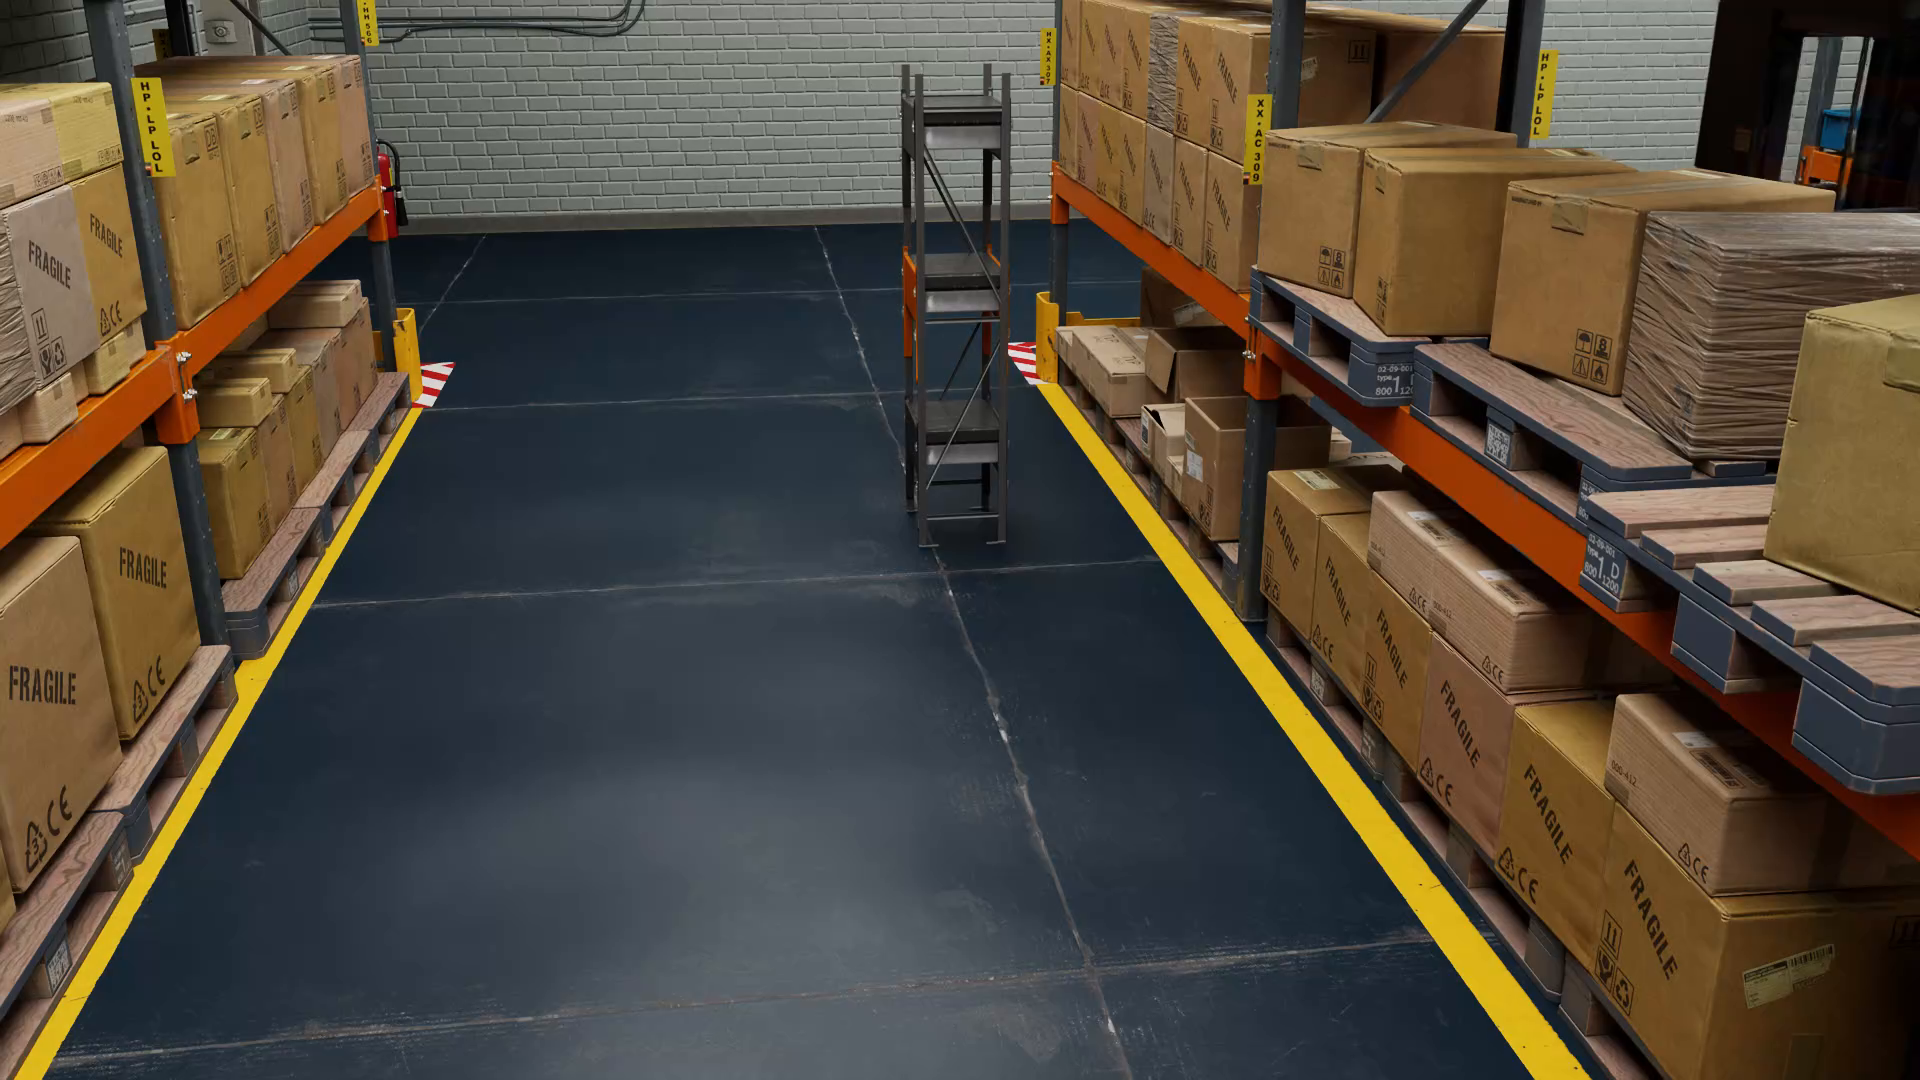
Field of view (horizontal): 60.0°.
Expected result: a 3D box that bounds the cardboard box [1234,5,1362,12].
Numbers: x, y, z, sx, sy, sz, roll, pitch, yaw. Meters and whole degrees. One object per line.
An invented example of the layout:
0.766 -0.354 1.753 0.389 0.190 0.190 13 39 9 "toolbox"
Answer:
1.627 -2.334 8.107 0.500 0.500 0.500 -2 21 -6 "cardboard box"

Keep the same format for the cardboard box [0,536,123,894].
-2.907 0.481 4.613 0.750 0.750 0.750 -2 21 -6 "cardboard box"

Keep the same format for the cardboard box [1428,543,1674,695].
1.686 0.207 4.747 0.500 0.250 0.500 -3 21 -9 "cardboard box"

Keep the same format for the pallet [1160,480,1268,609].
1.543 -0.038 7.516 1.003 0.211 1.213 -3 21 -8 "pallet"

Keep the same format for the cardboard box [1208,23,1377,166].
1.312 -1.784 6.633 0.500 0.500 0.500 -3 21 -7 "cardboard box"

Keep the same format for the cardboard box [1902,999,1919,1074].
2.353 0.890 3.989 0.500 0.500 0.500 -4 21 -10 "cardboard box"

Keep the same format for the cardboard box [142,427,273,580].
-3.267 -0.145 6.790 0.700 0.500 0.500 -3 21 -7 "cardboard box"

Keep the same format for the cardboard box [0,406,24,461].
-2.814 -0.290 4.535 0.380 0.149 0.250 -3 21 -8 "cardboard box"

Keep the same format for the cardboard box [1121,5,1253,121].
1.091 -2.310 8.041 0.500 0.500 0.500 -3 21 -8 "cardboard box"

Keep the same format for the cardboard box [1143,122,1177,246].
1.163 -1.670 7.756 0.500 0.500 0.500 -2 21 -7 "cardboard box"

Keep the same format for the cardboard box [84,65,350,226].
-3.638 -1.953 8.230 0.980 0.700 0.700 -3 21 -8 "cardboard box"

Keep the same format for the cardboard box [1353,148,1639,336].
1.649 -0.940 5.202 0.700 0.500 0.500 0 20 1 "cardboard box"

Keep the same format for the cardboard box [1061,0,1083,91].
0.867 -2.840 9.460 0.500 0.500 0.500 -2 21 -6 "cardboard box"

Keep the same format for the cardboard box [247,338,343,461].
-3.492 -0.681 8.226 0.700 0.500 0.500 -4 21 -10 "cardboard box"

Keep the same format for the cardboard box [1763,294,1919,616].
2.015 -0.177 3.161 0.700 0.500 0.500 -10 23 -26 "cardboard box"

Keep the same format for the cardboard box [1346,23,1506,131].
1.851 -1.799 6.674 0.500 0.500 0.500 -2 21 -6 "cardboard box"

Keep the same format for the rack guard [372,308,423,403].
-3.841 -1.078 9.887 1.175 0.500 0.348 -3 21 -8 "rack guard"

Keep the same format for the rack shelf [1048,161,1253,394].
1.352 -1.462 8.371 1.077 0.370 4.000 -3 21 -8 "rack shelf"

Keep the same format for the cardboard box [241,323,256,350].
-3.707 -1.016 8.194 0.380 0.149 0.250 -3 21 -7 "cardboard box"

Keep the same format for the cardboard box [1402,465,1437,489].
1.995 0.015 6.333 0.500 0.500 0.500 -3 21 -8 "cardboard box"

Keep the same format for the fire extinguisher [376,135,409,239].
-3.402 -2.105 9.708 0.296 0.674 0.183 -3 21 -8 "fire extinguisher"

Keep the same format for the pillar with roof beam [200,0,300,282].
-0.822 -6.159 11.345 9.100 9.000 0.400 -3 21 -8 "pillar with roof beam"

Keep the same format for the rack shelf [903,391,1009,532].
-0.024 -0.372 7.752 0.431 0.518 0.480 -3 21 -8 "rack shelf"

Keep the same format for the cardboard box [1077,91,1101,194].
0.947 -2.193 9.158 0.500 0.500 0.500 -3 21 -8 "cardboard box"

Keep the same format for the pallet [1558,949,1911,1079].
2.147 1.324 3.869 1.003 0.211 1.213 -3 21 -8 "pallet"

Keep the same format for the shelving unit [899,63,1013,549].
-0.024 -1.041 7.502 0.431 2.100 0.503 -3 21 -8 "shelving unit"

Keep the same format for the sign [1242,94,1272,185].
1.105 -1.482 6.160 0.100 0.325 0.005 -3 21 -8 "sign"

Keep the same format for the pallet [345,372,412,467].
-3.645 -0.661 9.184 1.003 0.211 1.213 -3 21 -8 "pallet"

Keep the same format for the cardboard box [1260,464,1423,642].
1.469 0.038 6.271 0.500 0.500 0.500 -4 21 -10 "cardboard box"

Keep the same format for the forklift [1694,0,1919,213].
3.571 -1.064 6.376 1.130 2.935 3.031 -4 21 -11 "forklift"

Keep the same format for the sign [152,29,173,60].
-4.387 -2.657 9.192 0.100 0.325 0.005 -3 21 -8 "sign"

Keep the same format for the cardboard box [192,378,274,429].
-3.136 -0.577 7.019 0.380 0.149 0.250 -2 21 -6 "cardboard box"

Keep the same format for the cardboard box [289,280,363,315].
-3.439 -1.297 8.948 0.380 0.149 0.250 -3 21 -8 "cardboard box"

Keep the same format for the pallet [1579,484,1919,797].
2.050 0.137 3.336 1.213 0.211 1.003 -3 21 -8 "pallet"

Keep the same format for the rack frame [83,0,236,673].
-3.261 -0.855 5.719 1.000 3.000 0.127 -3 21 -8 "rack frame"

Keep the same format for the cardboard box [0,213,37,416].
-2.797 -0.553 4.314 0.500 0.500 0.500 -3 21 -8 "cardboard box"

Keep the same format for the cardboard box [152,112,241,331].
-3.323 -1.184 6.172 0.980 0.700 0.700 -3 21 -7 "cardboard box"

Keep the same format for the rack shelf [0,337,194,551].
-2.972 0.174 3.991 1.077 0.370 4.000 -3 21 -8 "rack shelf"

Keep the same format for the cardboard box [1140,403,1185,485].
1.170 -0.496 7.970 0.500 0.311 0.500 -3 21 -8 "cardboard box"

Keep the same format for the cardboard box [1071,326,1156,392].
0.934 -1.034 9.498 0.500 0.250 0.500 -3 21 -8 "cardboard box"

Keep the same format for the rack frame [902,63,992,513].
-0.059 -1.125 7.728 0.400 2.100 0.015 -3 21 -8 "rack frame"

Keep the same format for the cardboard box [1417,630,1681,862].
1.694 0.571 4.845 0.500 0.500 0.500 -4 21 -10 "cardboard box"

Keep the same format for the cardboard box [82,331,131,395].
-2.872 -0.558 5.254 0.380 0.149 0.250 -3 21 -7 "cardboard box"

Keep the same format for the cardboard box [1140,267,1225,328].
1.386 -1.351 9.989 0.500 0.500 0.500 -3 21 -8 "cardboard box"
